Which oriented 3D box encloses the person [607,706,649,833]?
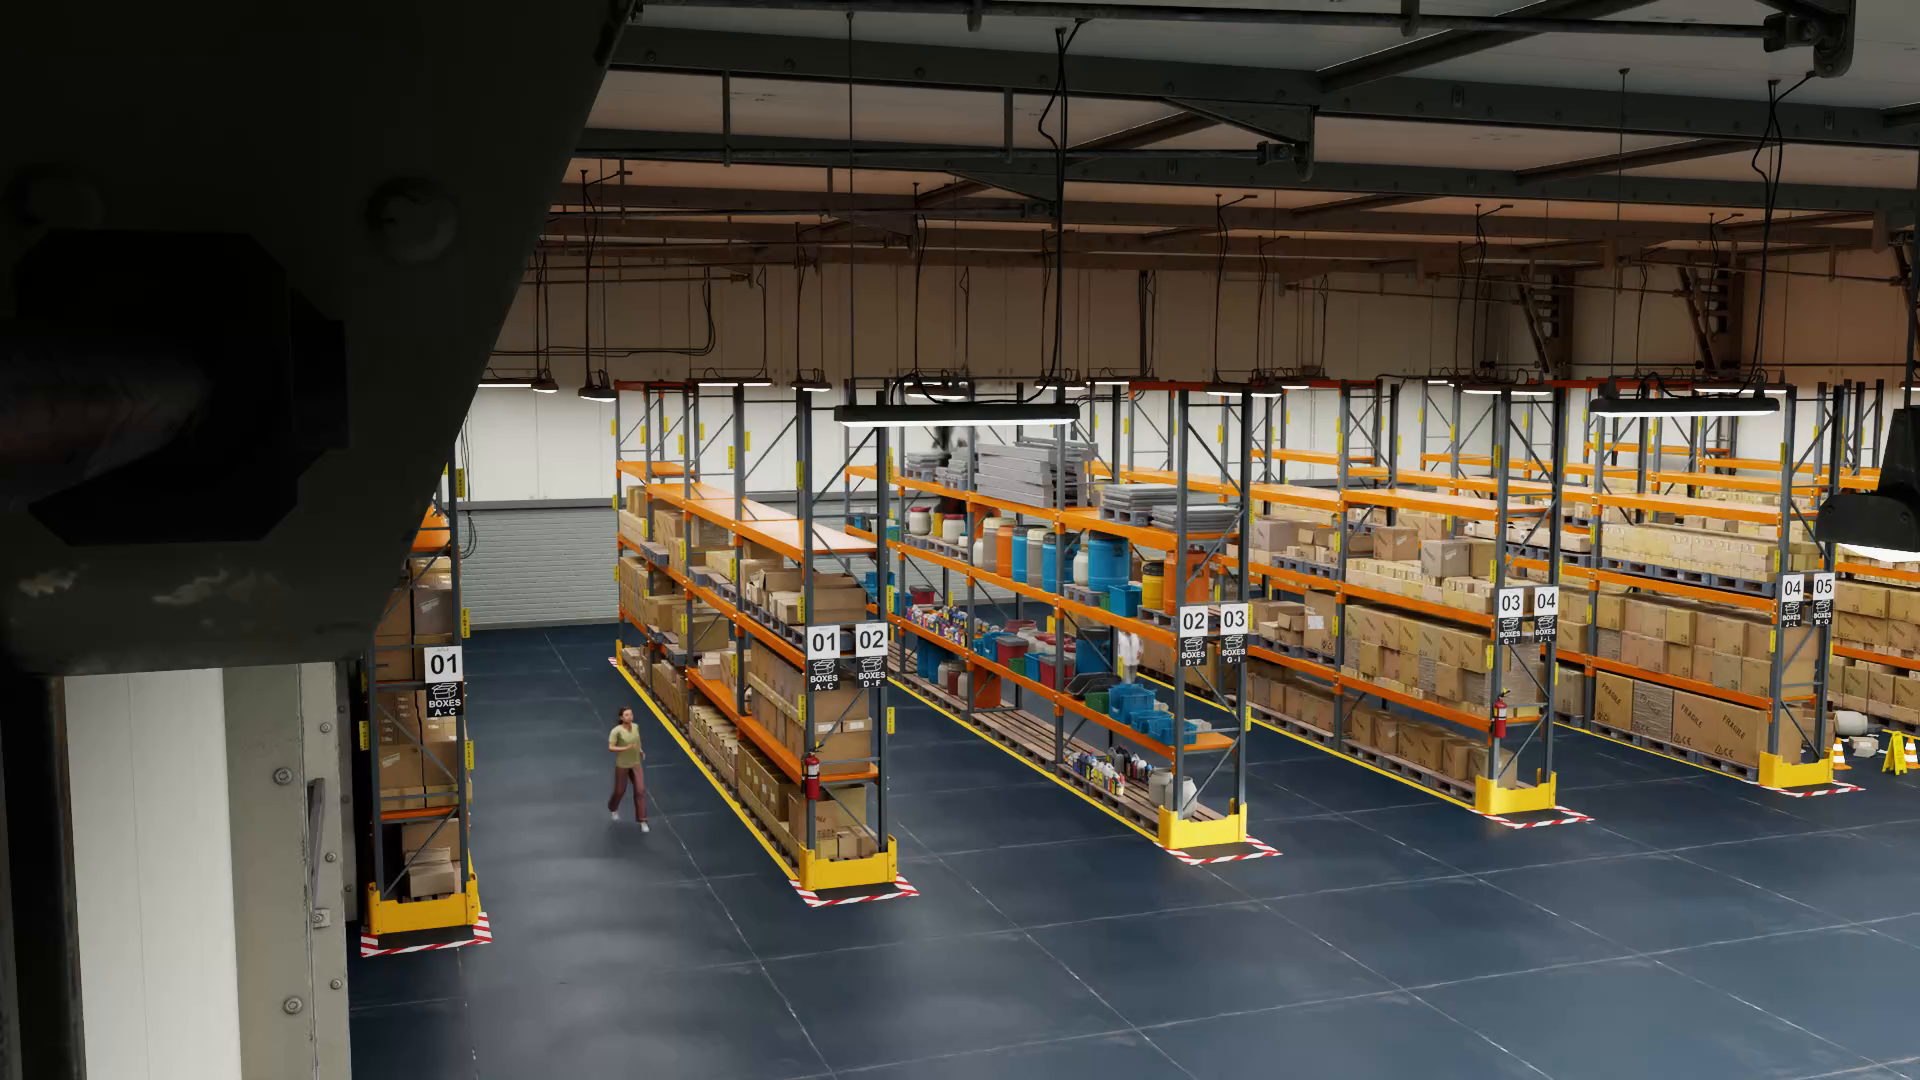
[{"bbox_3d":[-4.528,3.084,22.651,0.569,1.662,0.957,-4,8,-36],"label":"person"}]

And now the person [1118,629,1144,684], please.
[{"bbox_3d":[3.032,2.237,30.169,0.655,1.771,0.892,-2,6,-19],"label":"person"}]

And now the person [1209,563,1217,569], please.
[{"bbox_3d":[5.914,1.357,39.425,0.638,1.620,0.509,0,6,-4],"label":"person"}]
